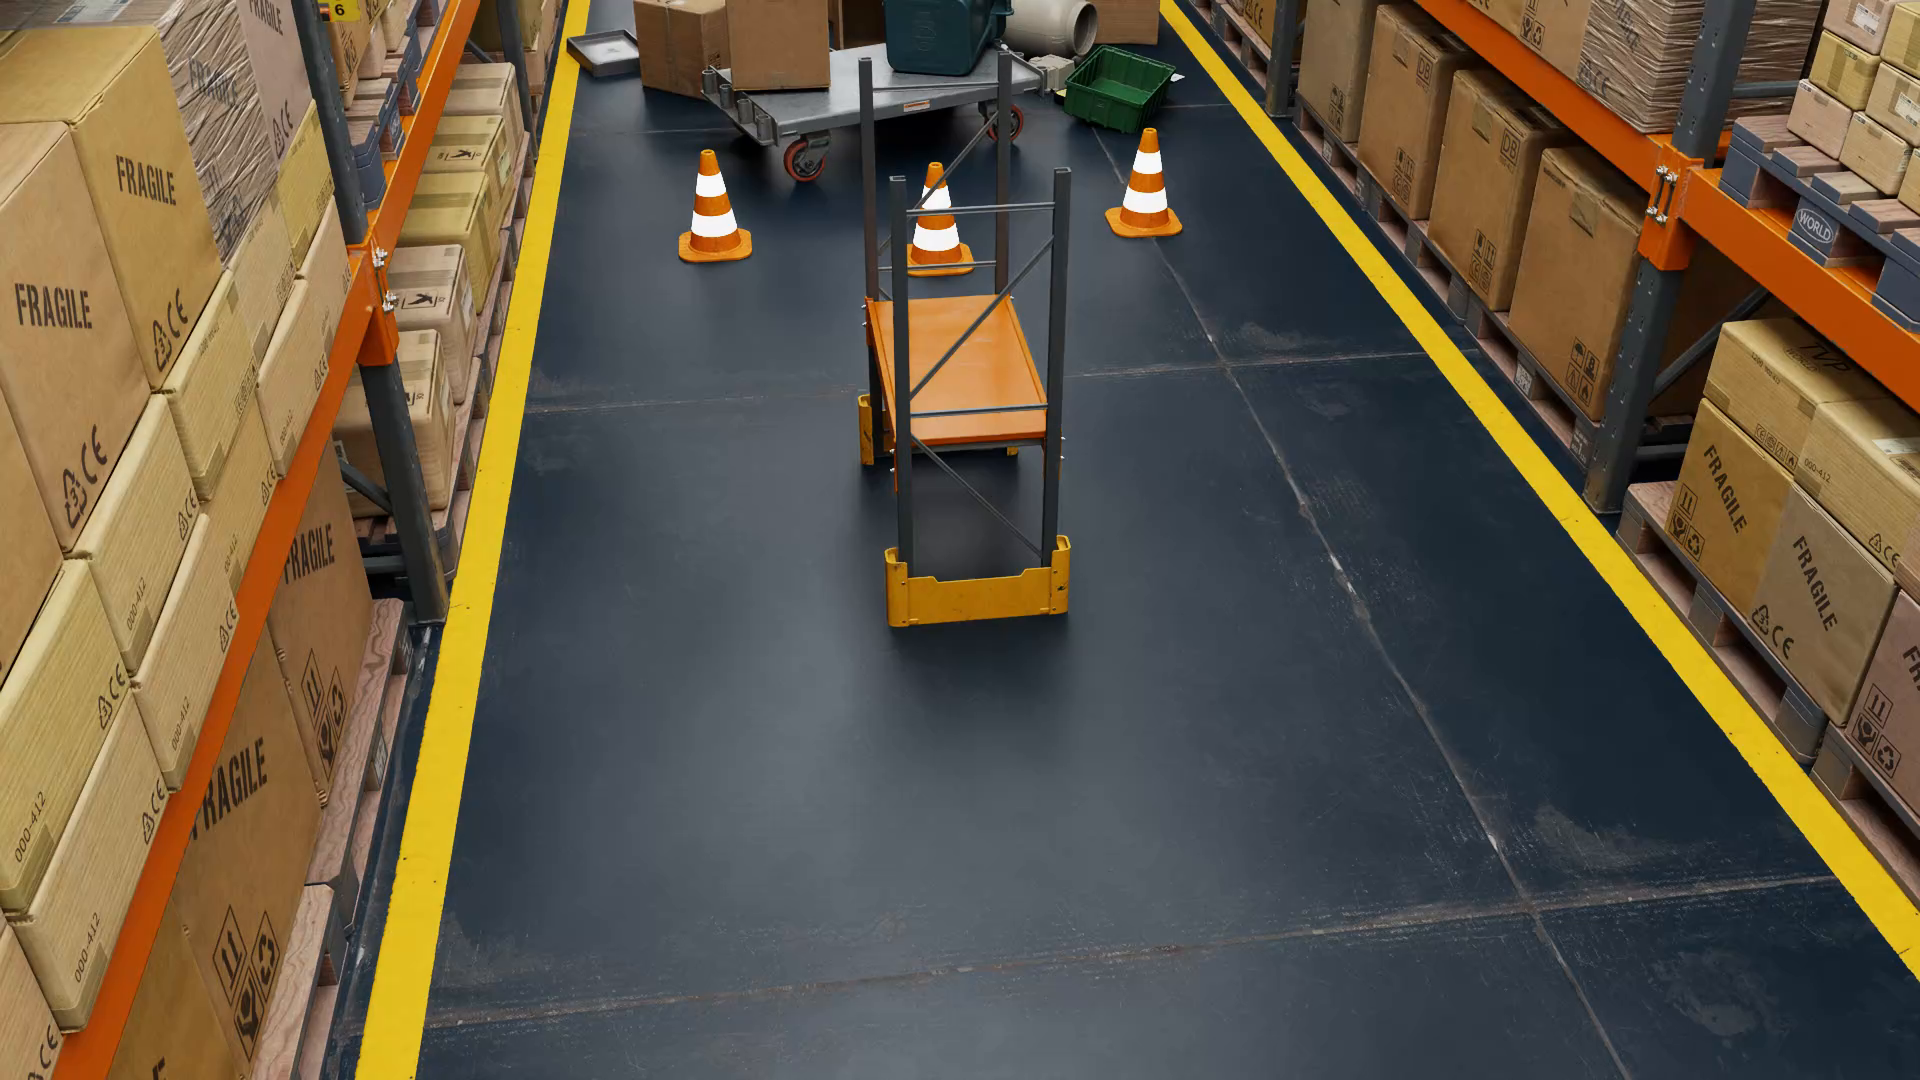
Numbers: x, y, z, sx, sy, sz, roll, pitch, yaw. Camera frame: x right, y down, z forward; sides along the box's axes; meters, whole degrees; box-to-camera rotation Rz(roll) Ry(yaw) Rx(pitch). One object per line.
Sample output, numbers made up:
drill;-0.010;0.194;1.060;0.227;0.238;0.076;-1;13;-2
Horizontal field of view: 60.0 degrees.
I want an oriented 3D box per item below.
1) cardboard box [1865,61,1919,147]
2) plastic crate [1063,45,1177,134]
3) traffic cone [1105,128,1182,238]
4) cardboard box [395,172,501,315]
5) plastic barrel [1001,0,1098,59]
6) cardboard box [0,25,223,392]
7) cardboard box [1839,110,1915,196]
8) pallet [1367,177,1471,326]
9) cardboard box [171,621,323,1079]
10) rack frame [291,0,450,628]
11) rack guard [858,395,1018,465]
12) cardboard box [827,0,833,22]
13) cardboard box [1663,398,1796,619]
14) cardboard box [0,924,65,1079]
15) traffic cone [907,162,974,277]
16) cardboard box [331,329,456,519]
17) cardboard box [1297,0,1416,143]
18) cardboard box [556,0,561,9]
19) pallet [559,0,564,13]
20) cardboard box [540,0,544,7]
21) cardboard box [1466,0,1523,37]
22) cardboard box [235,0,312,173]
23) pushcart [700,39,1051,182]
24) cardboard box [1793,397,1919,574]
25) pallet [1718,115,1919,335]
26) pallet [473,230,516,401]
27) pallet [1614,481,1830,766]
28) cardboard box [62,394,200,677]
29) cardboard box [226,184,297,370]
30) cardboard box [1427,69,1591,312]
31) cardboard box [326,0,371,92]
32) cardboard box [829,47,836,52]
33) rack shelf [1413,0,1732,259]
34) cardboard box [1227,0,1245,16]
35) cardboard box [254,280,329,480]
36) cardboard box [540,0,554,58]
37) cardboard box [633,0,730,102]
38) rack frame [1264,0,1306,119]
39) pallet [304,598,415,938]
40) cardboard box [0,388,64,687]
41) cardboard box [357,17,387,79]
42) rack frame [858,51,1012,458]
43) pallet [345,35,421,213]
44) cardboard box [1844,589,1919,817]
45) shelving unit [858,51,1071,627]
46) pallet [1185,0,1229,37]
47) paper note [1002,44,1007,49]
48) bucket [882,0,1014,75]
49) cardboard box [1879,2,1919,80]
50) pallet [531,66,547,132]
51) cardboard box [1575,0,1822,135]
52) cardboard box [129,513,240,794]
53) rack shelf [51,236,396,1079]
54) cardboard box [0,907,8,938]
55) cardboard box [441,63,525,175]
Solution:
cardboard box;2.639;-1.151;4.361;0.380;0.149;0.250;-3;34;-4
plastic crate;0.874;-2.486;9.180;0.450;0.188;0.662;21;39;12
traffic cone;0.880;-1.715;7.856;0.336;0.463;0.334;-4;35;-6
cardboard box;-2.427;-1.201;6.810;0.950;0.372;0.625;-3;34;-5
plastic barrel;0.523;-3.079;9.892;0.512;0.421;0.421;20;39;26
cardboard box;-1.691;-0.585;2.969;0.500;0.500;0.500;-4;35;-6
cardboard box;2.630;-1.049;4.476;0.380;0.149;0.250;-3;34;-4
pallet;2.542;-1.367;7.568;1.003;0.211;1.213;-4;35;-6
cardboard box;-2.031;0.631;3.674;0.875;0.875;0.875;-4;34;-6
rack frame;-2.158;-0.963;4.499;1.000;3.000;0.127;-4;35;-6
rack guard;-0.077;-0.424;6.150;0.587;0.250;0.087;-4;35;-6
cardboard box;-0.489;-3.607;10.596;0.637;0.503;0.797;27;43;34
cardboard box;2.576;-0.121;5.110;0.500;0.500;0.500;-6;35;-8
cardboard box;-1.488;0.777;2.079;0.500;0.250;0.500;-5;35;-8
traffic cone;-0.112;-1.475;7.503;0.336;0.463;0.334;-4;35;-6
cardboard box;-2.224;-0.367;5.585;0.950;0.372;0.625;-7;35;-10
cardboard box;2.369;-2.531;8.425;1.050;0.750;0.750;-5;35;-7
cardboard box;-2.720;-3.453;10.221;0.500;0.250;0.500;-6;35;-8
pallet;-3.149;-3.776;11.104;1.003;0.211;1.213;-4;35;-6
cardboard box;-2.591;-3.190;9.170;0.500;0.500;0.500;-3;34;-4
cardboard box;2.274;-2.224;6.261;0.500;0.500;0.500;-5;35;-7
cardboard box;-1.829;-1.149;3.795;0.500;0.500;0.500;-5;35;-8
pushcart;-0.443;-2.312;8.808;1.648;0.377;0.936;-16;38;-23
cardboard box;2.655;-0.159;4.500;0.500;0.250;0.500;-5;35;-7
pallet;2.935;-0.925;4.615;1.213;0.211;1.003;-4;35;-6
pallet;-2.422;-0.926;6.922;1.003;0.211;1.213;-4;35;-6
pallet;2.838;0.194;5.278;1.003;0.211;1.213;-4;35;-6
cardboard box;-1.609;0.003;2.771;0.500;0.250;0.500;-5;35;-8
cardboard box;-1.768;-0.571;3.613;0.500;0.250;0.500;-5;35;-8
cardboard box;2.620;-1.472;6.872;1.050;0.750;0.750;-4;34;-6
cardboard box;-1.989;-1.569;4.663;0.500;0.500;0.500;-5;35;-8
cardboard box;-0.678;-2.682;9.450;0.396;0.266;0.258;27;43;34
rack shelf;2.465;-2.213;6.973;1.077;0.370;4.000;-4;35;-6
cardboard box;2.056;-3.781;10.148;0.875;0.875;0.875;-4;34;-6
cardboard box;-1.748;-0.355;3.740;0.500;0.250;0.500;-4;34;-6
cardboard box;-2.590;-2.879;9.380;0.500;0.250;0.500;-3;34;-4
cardboard box;-1.491;-2.864;9.507;0.500;0.500;0.500;20;39;26
rack frame;2.196;-3.626;8.408;1.000;3.000;0.127;-4;35;-6
pallet;-2.126;0.635;4.631;1.003;0.211;1.213;-4;35;-6
cardboard box;-1.555;-0.015;2.131;0.500;0.500;0.500;-5;35;-8
cardboard box;-2.013;-1.545;5.203;0.380;0.149;0.250;-7;35;-9
rack frame;-0.080;-0.951;5.814;0.500;1.500;0.032;-4;35;-6
pallet;-2.359;-1.273;5.125;1.213;0.211;1.003;-4;35;-6
cardboard box;2.721;0.446;4.279;0.500;0.500;0.500;-5;35;-8
shelving unit;-0.010;-0.662;5.390;0.587;1.500;1.083;-4;35;-6
pallet;2.004;-3.587;10.826;1.003;0.211;1.213;-4;35;-6
paper note;0.200;-3.015;10.155;0.172;0.023;0.155;7;35;10
bucket;-0.107;-2.803;8.757;0.726;0.611;0.620;7;45;10
cardboard box;2.643;-1.287;4.298;0.380;0.149;0.250;-5;35;-8
pallet;-2.821;-2.415;9.106;1.003;0.211;1.213;-4;35;-6
cardboard box;2.407;-1.667;5.443;0.500;0.500;0.500;-4;35;-6
cardboard box;-1.600;0.210;2.911;0.500;0.250;0.500;-5;35;-7
rack shelf;-1.889;0.450;3.064;1.077;0.370;4.000;-4;35;-6
cardboard box;-1.497;0.569;1.941;0.500;0.250;0.500;-4;34;-6
cardboard box;-2.623;-1.990;7.967;0.950;0.372;0.625;-4;34;-6
